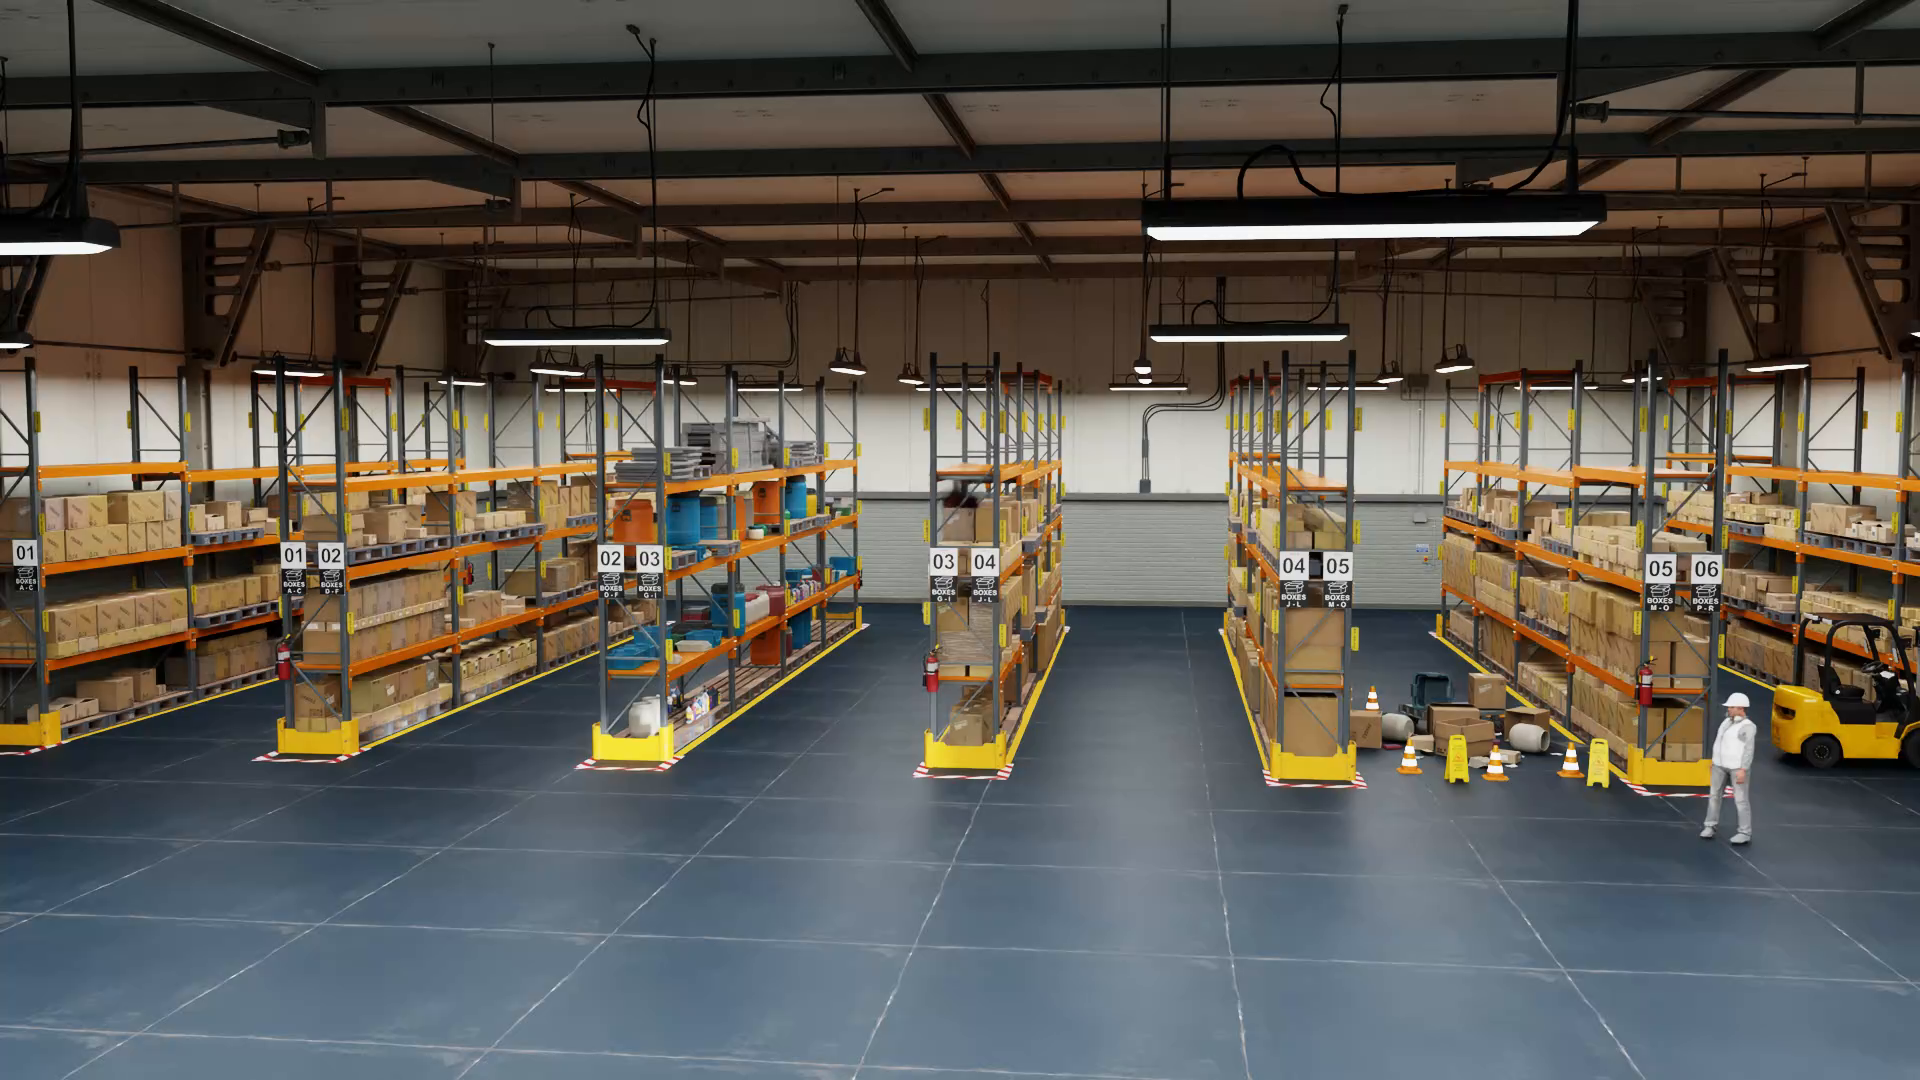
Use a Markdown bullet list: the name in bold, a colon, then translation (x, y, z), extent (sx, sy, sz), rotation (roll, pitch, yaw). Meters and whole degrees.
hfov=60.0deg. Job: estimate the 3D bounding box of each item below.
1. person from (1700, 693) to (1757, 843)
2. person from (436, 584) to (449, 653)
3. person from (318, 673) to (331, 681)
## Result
- **person**: translation (9.204, 2.705, 19.891), extent (0.499, 1.766, 0.590), rotation (-2, 5, -29)
- **person**: translation (-10.375, 1.740, 33.463), extent (0.447, 1.774, 0.645), rotation (0, 4, 3)
- **person**: translation (-11.205, 2.123, 29.359), extent (0.352, 1.703, 0.474), rotation (0, 4, -1)
